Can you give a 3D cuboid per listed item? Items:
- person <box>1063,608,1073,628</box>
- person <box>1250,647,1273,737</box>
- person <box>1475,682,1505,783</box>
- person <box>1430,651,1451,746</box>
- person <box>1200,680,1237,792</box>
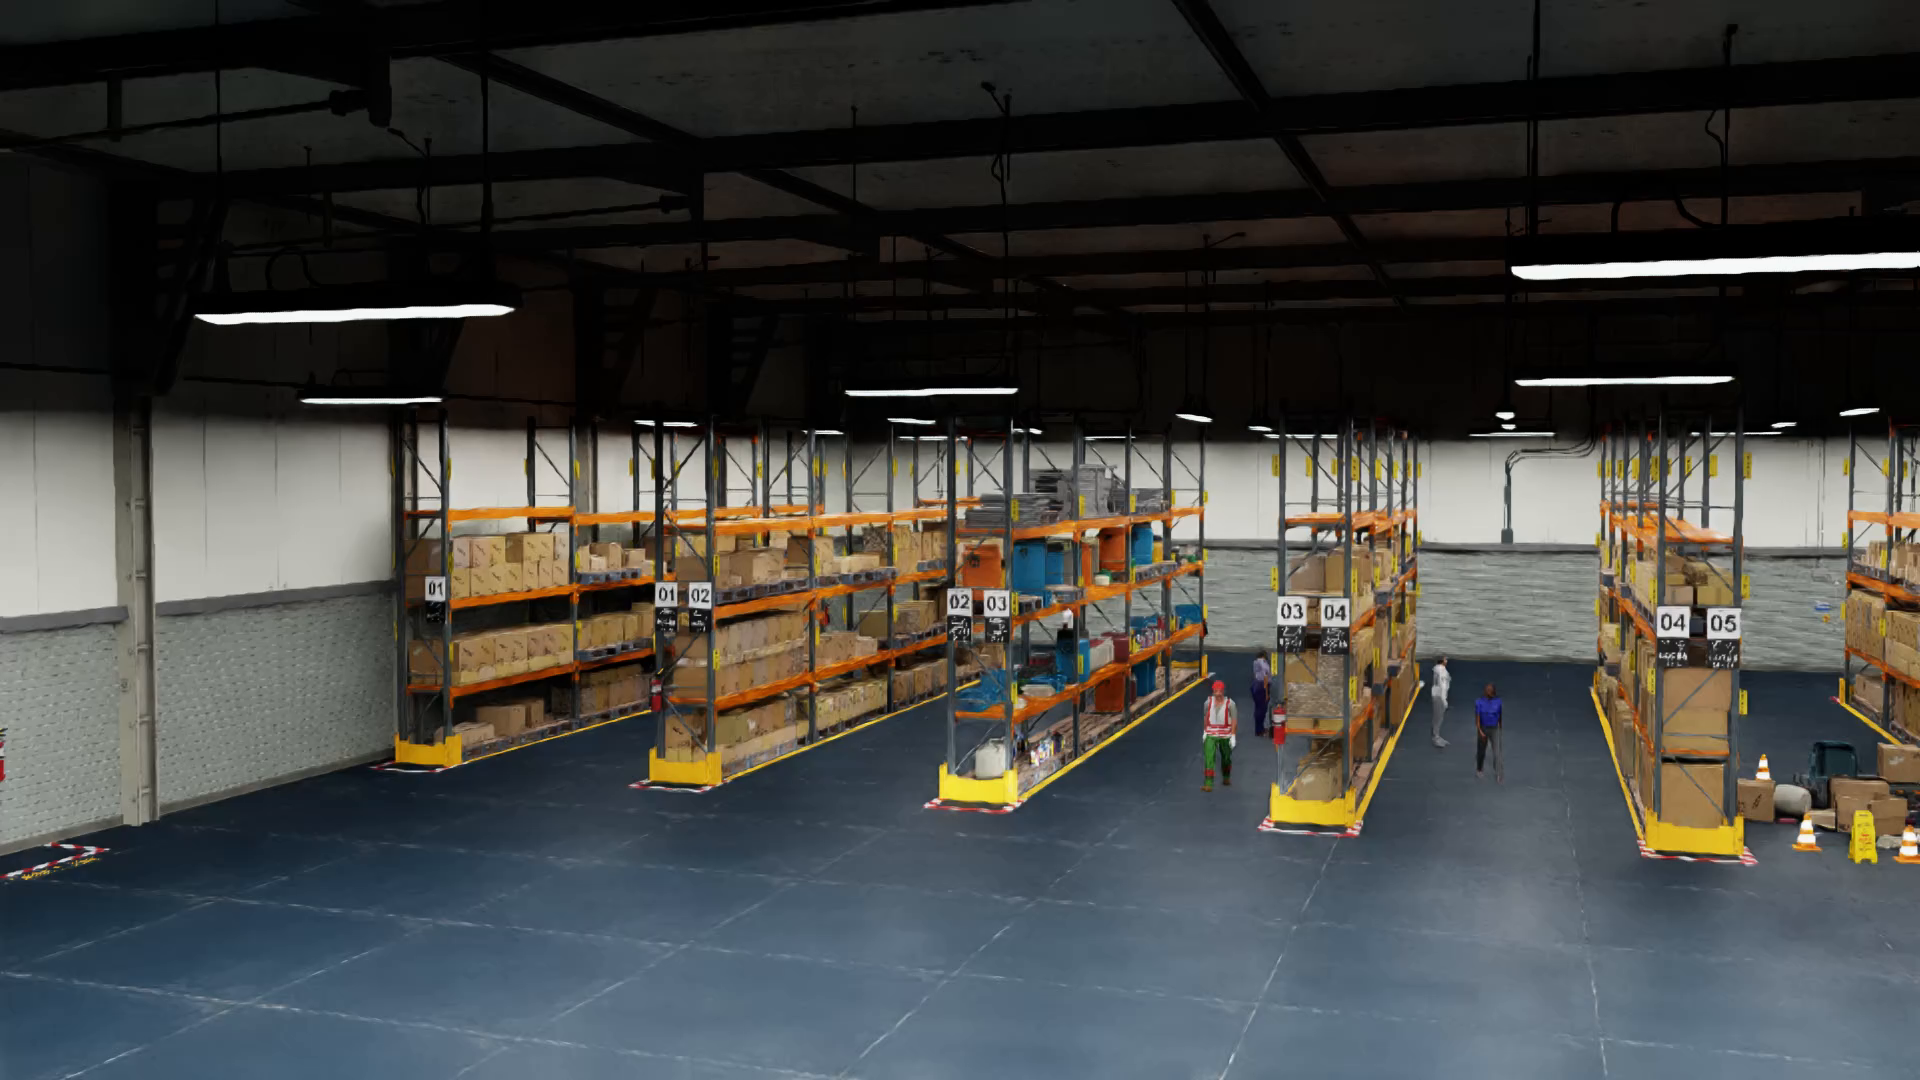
[{"bbox_3d":[2.813,2.325,41.538,0.432,1.769,0.643,2,3,41],"label":"person"},{"bbox_3d":[5.691,2.838,31.213,0.429,1.636,0.530,-1,3,-12],"label":"person"},{"bbox_3d":[8.446,3.055,26.579,0.443,1.580,0.996,0,2,10],"label":"person"},{"bbox_3d":[8.707,2.861,30.123,0.337,1.683,0.548,0,2,4],"label":"person"},{"bbox_3d":[4.025,3.023,25.831,0.550,1.709,1.128,1,3,16],"label":"person"}]
